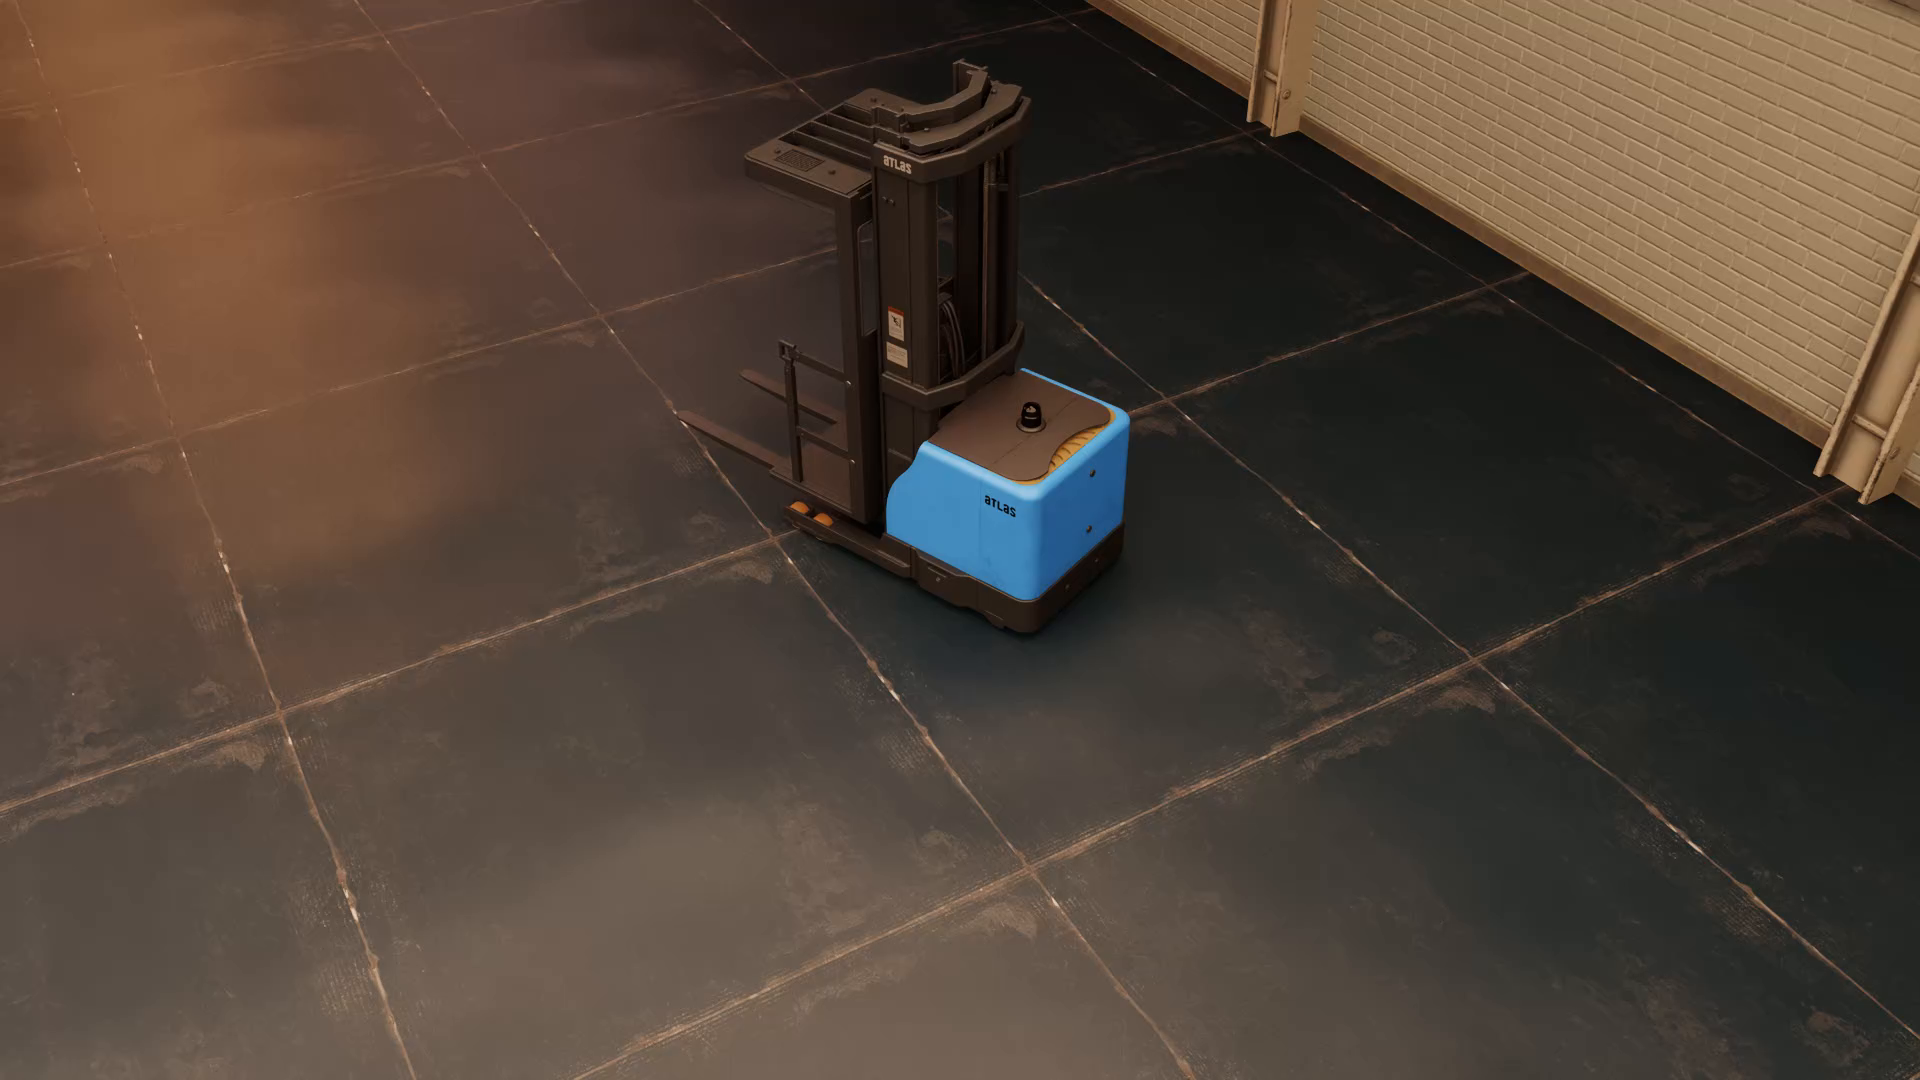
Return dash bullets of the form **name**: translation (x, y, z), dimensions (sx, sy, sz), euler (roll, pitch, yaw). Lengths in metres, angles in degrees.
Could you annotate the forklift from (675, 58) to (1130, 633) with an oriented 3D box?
- **forklift**: translation (-0.481, -1.366, 9.683), dimensions (3.031, 2.935, 1.130), euler (26, 46, 28)
